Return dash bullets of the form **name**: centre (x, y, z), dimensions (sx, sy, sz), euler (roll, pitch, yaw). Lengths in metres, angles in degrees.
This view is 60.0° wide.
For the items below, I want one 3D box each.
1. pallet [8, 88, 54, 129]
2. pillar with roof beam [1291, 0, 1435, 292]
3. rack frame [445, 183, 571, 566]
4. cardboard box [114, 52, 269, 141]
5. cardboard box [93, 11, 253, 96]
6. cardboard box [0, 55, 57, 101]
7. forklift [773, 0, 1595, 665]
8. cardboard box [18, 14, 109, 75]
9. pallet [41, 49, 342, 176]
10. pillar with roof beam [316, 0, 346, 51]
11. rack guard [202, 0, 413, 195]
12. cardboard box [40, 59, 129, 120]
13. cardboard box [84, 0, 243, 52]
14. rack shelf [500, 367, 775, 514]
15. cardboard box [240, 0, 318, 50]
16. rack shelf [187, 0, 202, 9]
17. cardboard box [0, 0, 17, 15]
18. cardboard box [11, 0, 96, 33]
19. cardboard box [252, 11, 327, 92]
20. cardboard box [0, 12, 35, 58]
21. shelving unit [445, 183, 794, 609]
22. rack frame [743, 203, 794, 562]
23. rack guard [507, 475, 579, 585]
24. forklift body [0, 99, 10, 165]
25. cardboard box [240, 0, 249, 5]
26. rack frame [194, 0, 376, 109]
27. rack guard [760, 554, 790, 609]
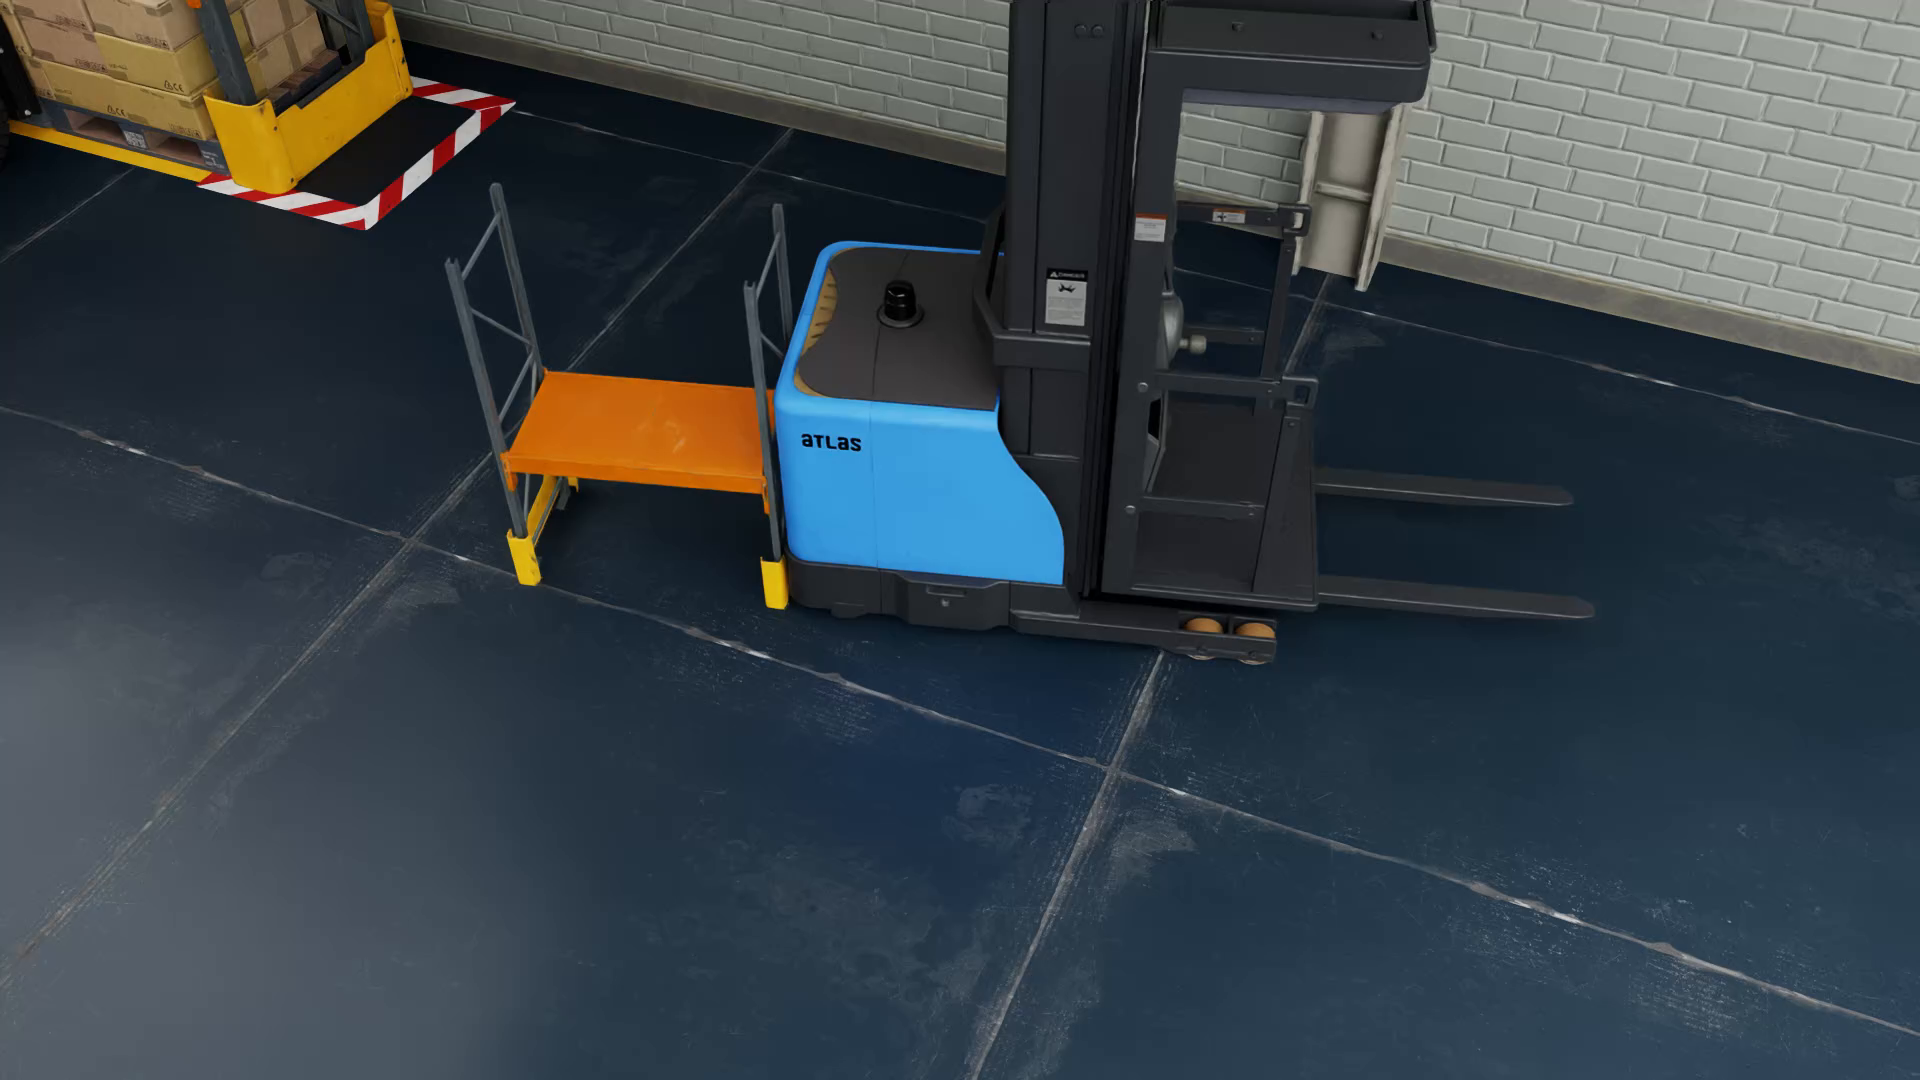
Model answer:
- **pallet**: centre (-5.273, -2.779, 9.394), dimensions (1.213, 0.211, 1.003), euler (16, 47, 16)
- **pillar with roof beam**: centre (0.155, -1.726, 2.105), dimensions (0.400, 9.000, 9.100), euler (16, 47, 16)
- **rack frame**: centre (-1.673, -0.559, 6.249), dimensions (0.032, 1.500, 0.500), euler (5, 45, 5)
- **cardboard box**: centre (-3.985, -2.351, 8.638), dimensions (0.500, 0.250, 0.500), euler (17, 47, 16)
- **cardboard box**: centre (-3.999, -2.535, 8.469), dimensions (0.500, 0.250, 0.500), euler (16, 47, 15)
- **cardboard box**: centre (-4.898, -2.634, 8.923), dimensions (0.500, 0.250, 0.500), euler (17, 47, 16)
- **forklift**: centre (0.892, -0.969, 5.646), dimensions (3.031, 2.935, 1.130), euler (5, 45, 5)
- **cardboard box**: centre (-4.458, -2.678, 8.613), dimensions (0.500, 0.250, 0.500), euler (16, 47, 15)
- **pallet**: centre (-4.151, -2.447, 9.060), dimensions (1.213, 0.211, 1.003), euler (16, 47, 16)
- **pillar with roof beam**: centre (-5.382, -3.355, 3.742), dimensions (0.400, 9.000, 9.100), euler (16, 47, 16)
- **rack guard**: centre (-3.407, -2.363, 8.770), dimensions (0.348, 0.500, 1.175), euler (16, 47, 16)
- **cardboard box**: centre (-4.440, -2.492, 8.780), dimensions (0.500, 0.250, 0.500), euler (16, 47, 16)
- **cardboard box**: centre (-3.974, -2.706, 8.286), dimensions (0.500, 0.250, 0.500), euler (18, 48, 17)
- **rack shelf**: centre (-1.169, -0.386, 6.330), dimensions (1.000, 0.185, 0.538), euler (5, 45, 5)
- **cardboard box**: centre (-3.783, -2.869, 8.805), dimensions (0.500, 0.250, 0.500), euler (17, 47, 17)
- **rack shelf**: centre (-5.275, -3.543, 8.695), dimensions (4.000, 0.370, 1.077), euler (16, 47, 16)
- **cardboard box**: centre (-4.917, -2.971, 8.552), dimensions (0.500, 0.250, 0.500), euler (17, 47, 16)
- **cardboard box**: centre (-4.448, -2.841, 8.421), dimensions (0.500, 0.250, 0.500), euler (17, 47, 17)
- **cardboard box**: centre (-3.807, -2.690, 8.979), dimensions (0.500, 0.250, 0.500), euler (17, 47, 16)
- **cardboard box**: centre (-4.942, -2.805, 8.740), dimensions (0.500, 0.250, 0.500), euler (15, 47, 15)
- **shelving unit**: centre (-1.178, -0.515, 6.204), dimensions (1.083, 1.500, 0.587), euler (5, 45, 5)
- **rack frame**: centre (-0.665, -0.468, 6.157), dimensions (0.032, 1.500, 0.500), euler (5, 45, 5)
- **rack guard**: centre (-1.672, -0.116, 6.690), dimensions (0.087, 0.250, 0.587), euler (5, 45, 5)
- **forklift body**: centre (-5.882, -2.282, 7.518), dimensions (1.214, 2.155, 2.313), euler (16, 47, 16)
- **cardboard box**: centre (-3.800, -3.038, 8.619), dimensions (0.500, 0.250, 0.500), euler (16, 47, 15)
- **rack frame**: centre (-3.429, -3.255, 7.895), dimensions (0.127, 3.000, 1.000), euler (16, 47, 16)
- **rack guard**: centre (-0.684, -0.027, 6.600), dimensions (0.087, 0.250, 0.587), euler (5, 45, 5)
